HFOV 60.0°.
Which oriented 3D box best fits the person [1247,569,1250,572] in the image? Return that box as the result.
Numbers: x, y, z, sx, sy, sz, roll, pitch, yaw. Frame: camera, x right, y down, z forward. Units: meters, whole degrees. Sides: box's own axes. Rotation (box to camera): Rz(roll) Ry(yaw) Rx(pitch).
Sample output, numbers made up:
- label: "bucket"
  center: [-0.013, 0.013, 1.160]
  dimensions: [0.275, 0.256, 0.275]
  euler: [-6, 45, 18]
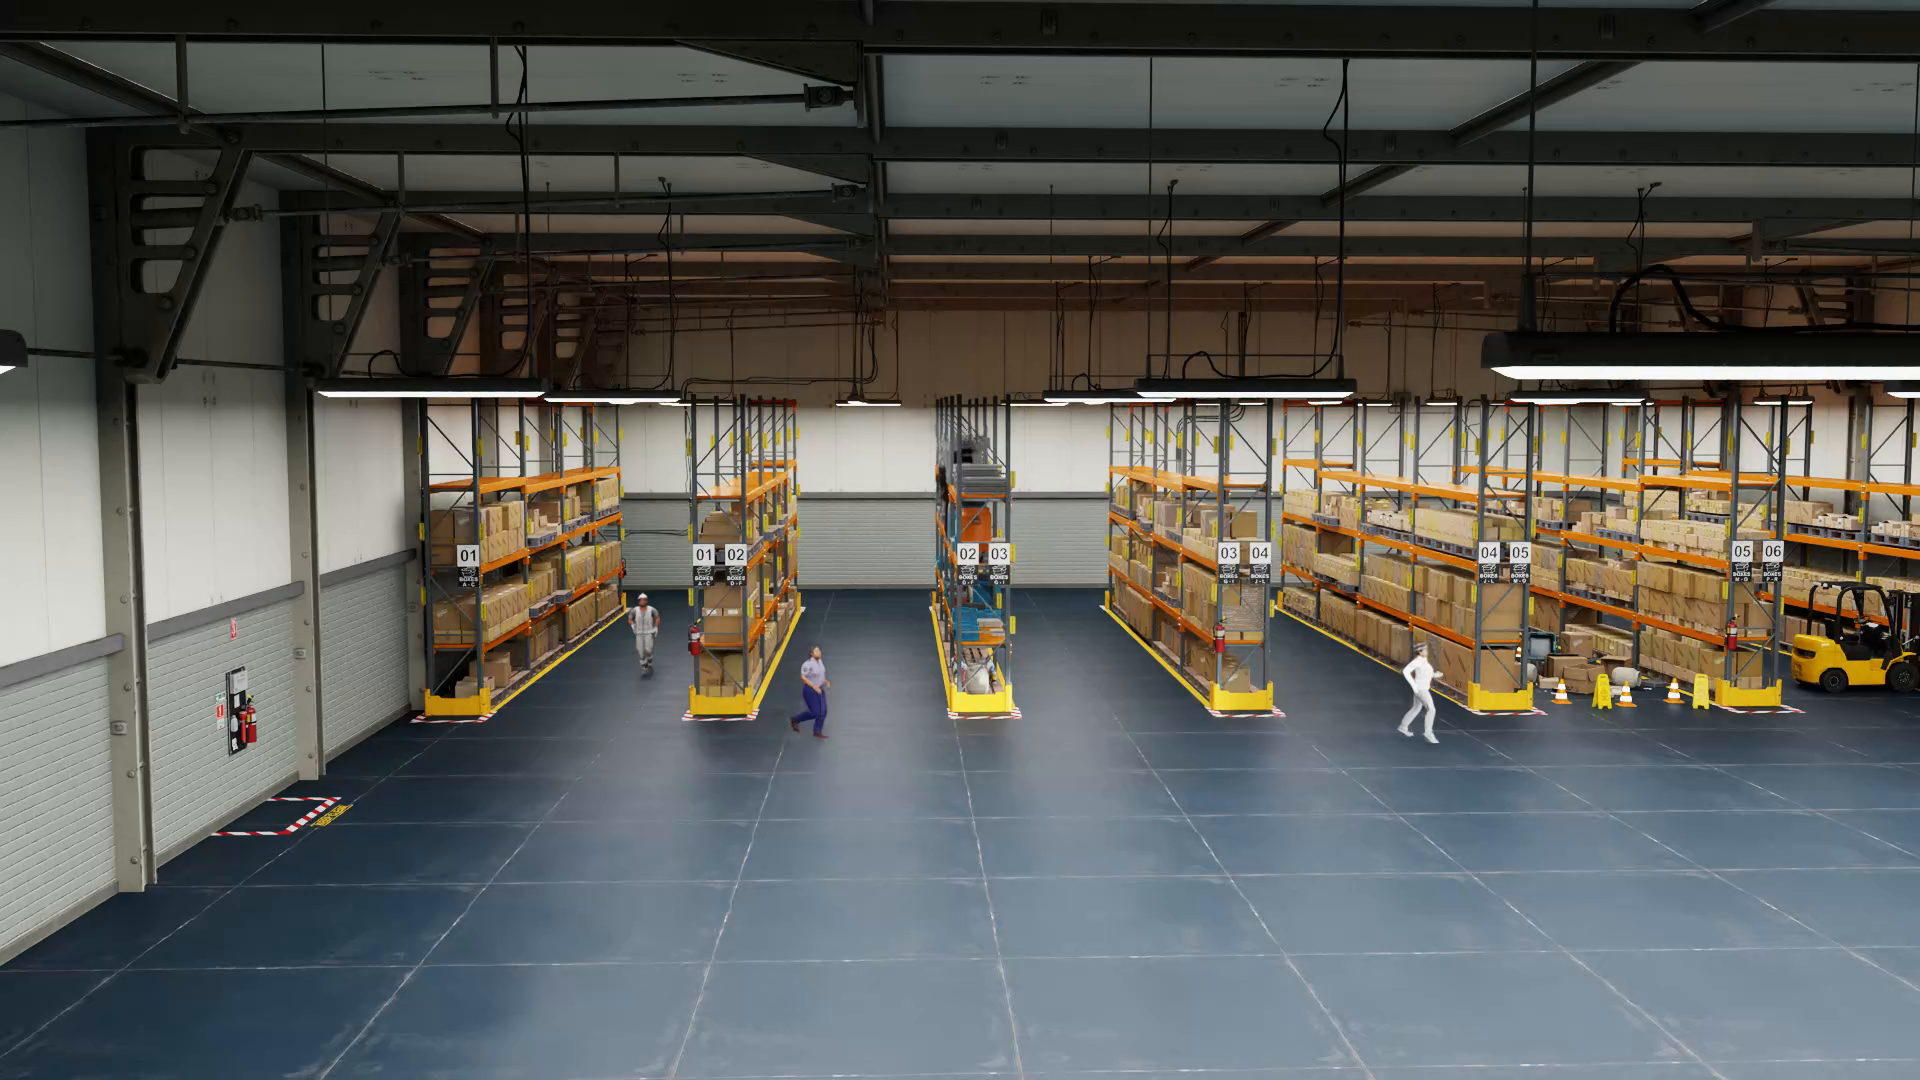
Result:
- label: "person"
  center: [8.044, 1.331, 44.864]
  dimensions: [0.707, 1.718, 0.580]
  euler: [0, 5, -4]

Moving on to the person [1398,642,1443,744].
- label: "person"
  center: [7.944, 2.620, 28.687]
  dimensions: [0.746, 1.753, 0.581]
  euler: [2, 5, 26]

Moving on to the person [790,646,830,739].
- label: "person"
  center: [-2.590, 2.647, 29.048]
  dimensions: [0.655, 1.630, 0.608]
  euler: [2, 5, 27]

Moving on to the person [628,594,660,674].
- label: "person"
  center: [-6.796, 2.028, 35.674]
  dimensions: [0.651, 1.744, 0.609]
  euler: [0, 5, -4]
